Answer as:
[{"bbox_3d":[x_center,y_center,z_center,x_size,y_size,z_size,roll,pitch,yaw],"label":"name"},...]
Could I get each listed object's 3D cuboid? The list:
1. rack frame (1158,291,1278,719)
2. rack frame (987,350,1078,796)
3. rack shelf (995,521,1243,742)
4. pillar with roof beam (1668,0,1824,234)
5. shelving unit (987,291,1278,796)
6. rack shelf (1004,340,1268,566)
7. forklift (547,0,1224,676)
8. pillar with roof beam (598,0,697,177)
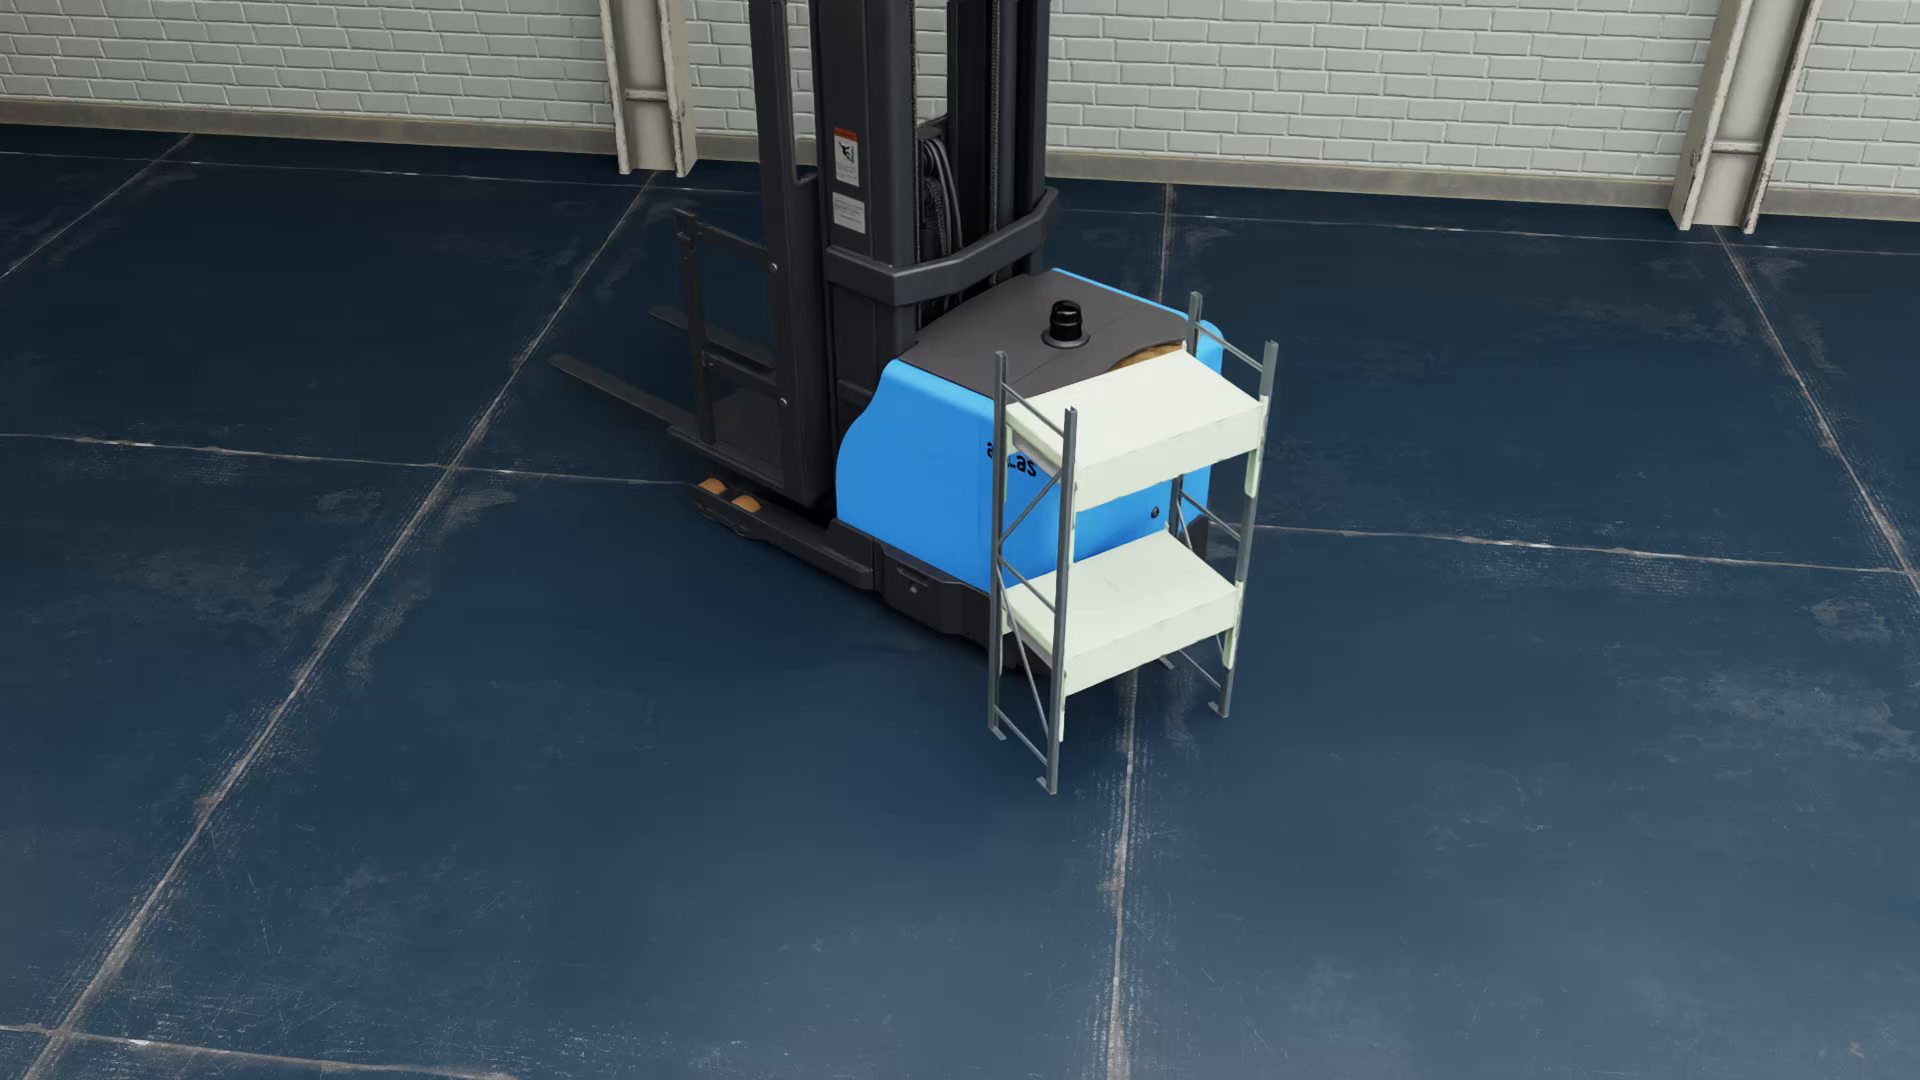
[{"bbox_3d":[0.838,-0.078,5.563,0.023,1.500,0.400,-20,41,-25],"label":"rack frame"},{"bbox_3d":[0.214,0.145,5.251,0.023,1.500,0.400,-20,41,-25],"label":"rack frame"},{"bbox_3d":[0.524,0.297,5.599,0.720,0.370,0.431,-20,41,-25],"label":"rack shelf"},{"bbox_3d":[3.620,-2.963,3.155,0.400,9.000,9.100,4,36,6],"label":"pillar with roof beam"},{"bbox_3d":[0.526,0.034,5.407,0.755,1.500,0.431,-20,41,-25],"label":"shelving unit"},{"bbox_3d":[0.528,-0.282,5.178,0.720,0.370,0.431,-20,41,-25],"label":"rack shelf"},{"bbox_3d":[-0.491,-1.418,6.214,3.031,2.935,1.130,26,43,31],"label":"forklift"},{"bbox_3d":[-2.332,-3.407,3.777,0.400,9.000,9.100,4,36,6],"label":"pillar with roof beam"}]
